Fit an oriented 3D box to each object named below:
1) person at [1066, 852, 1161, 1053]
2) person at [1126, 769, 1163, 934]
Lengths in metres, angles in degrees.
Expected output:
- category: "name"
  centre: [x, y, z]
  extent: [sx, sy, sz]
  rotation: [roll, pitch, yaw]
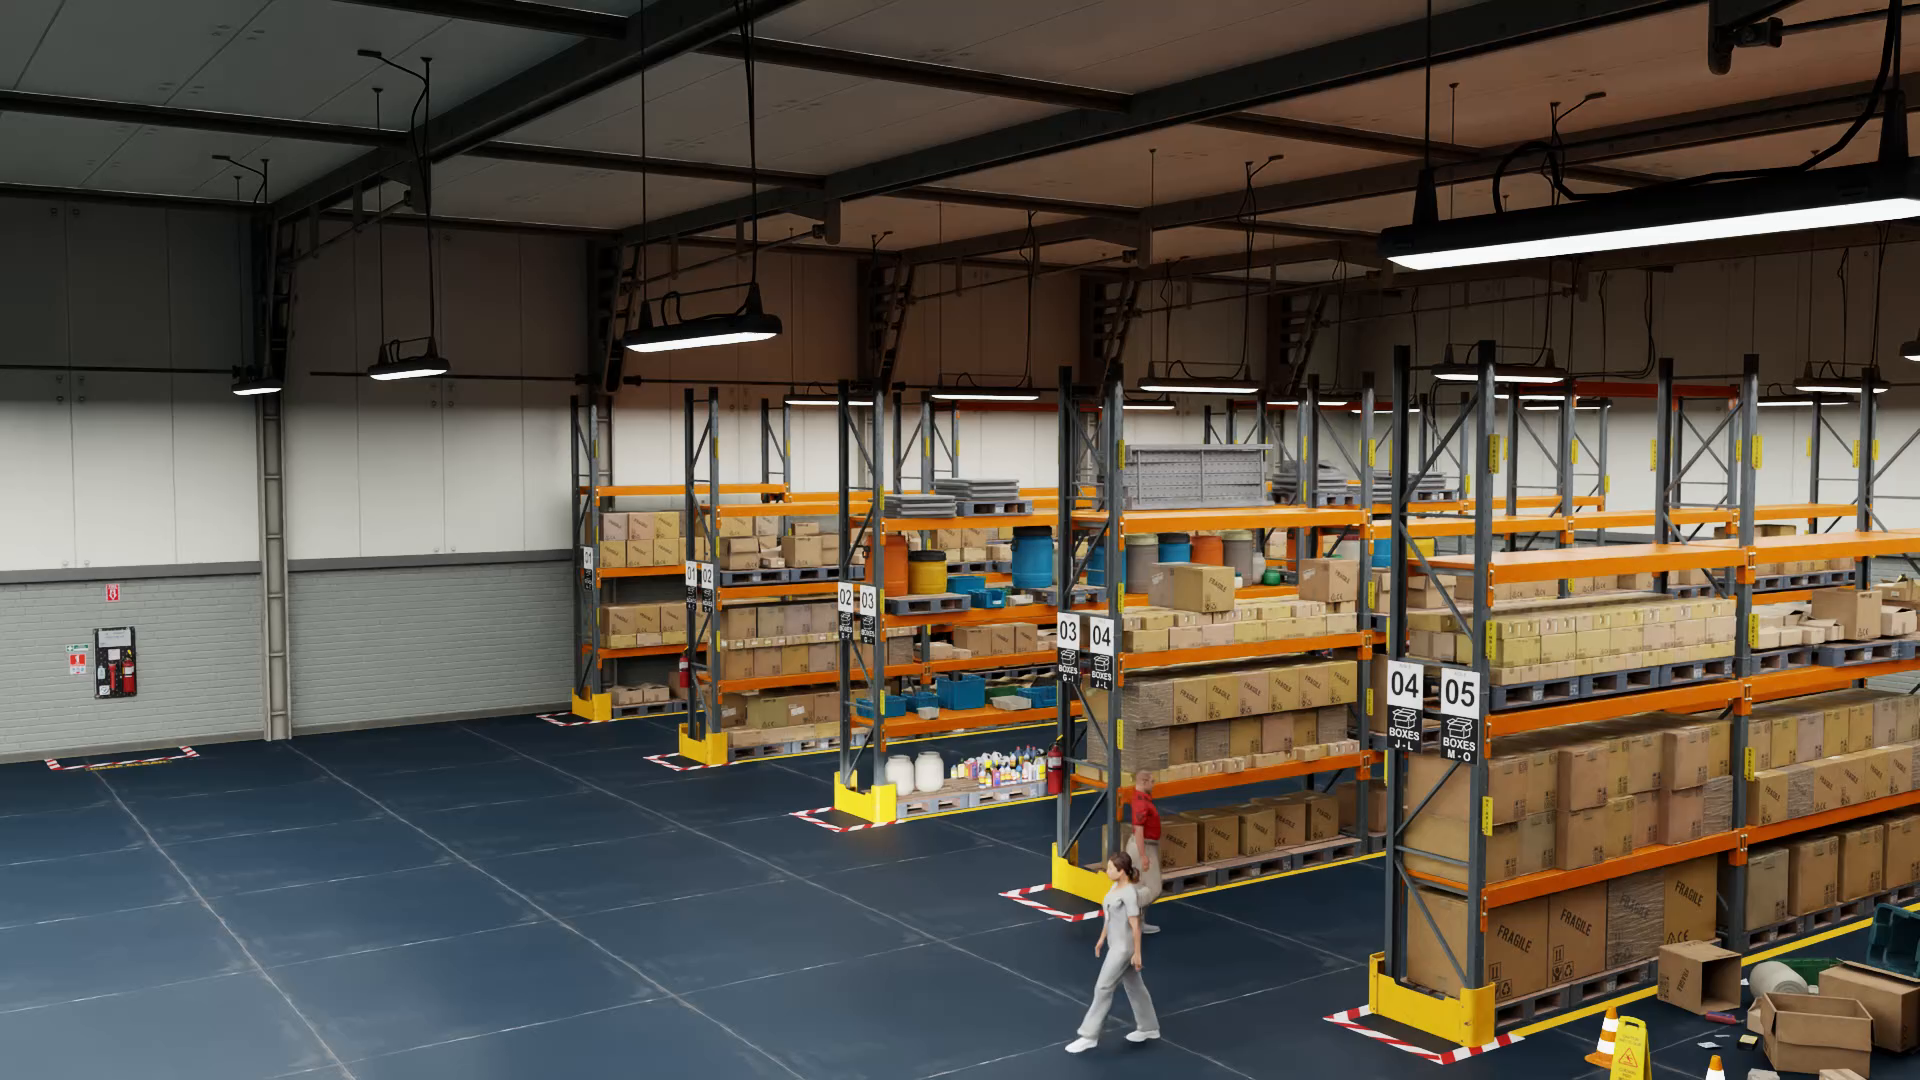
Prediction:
- category: "person"
  centre: [1.294, 3.468, 14.145]
  extent: [0.873, 1.639, 0.501]
  rotation: [0, 3, -7]
- category: "person"
  centre: [1.851, 3.261, 17.354]
  extent: [0.503, 1.722, 0.640]
  rotation: [0, 3, 1]
